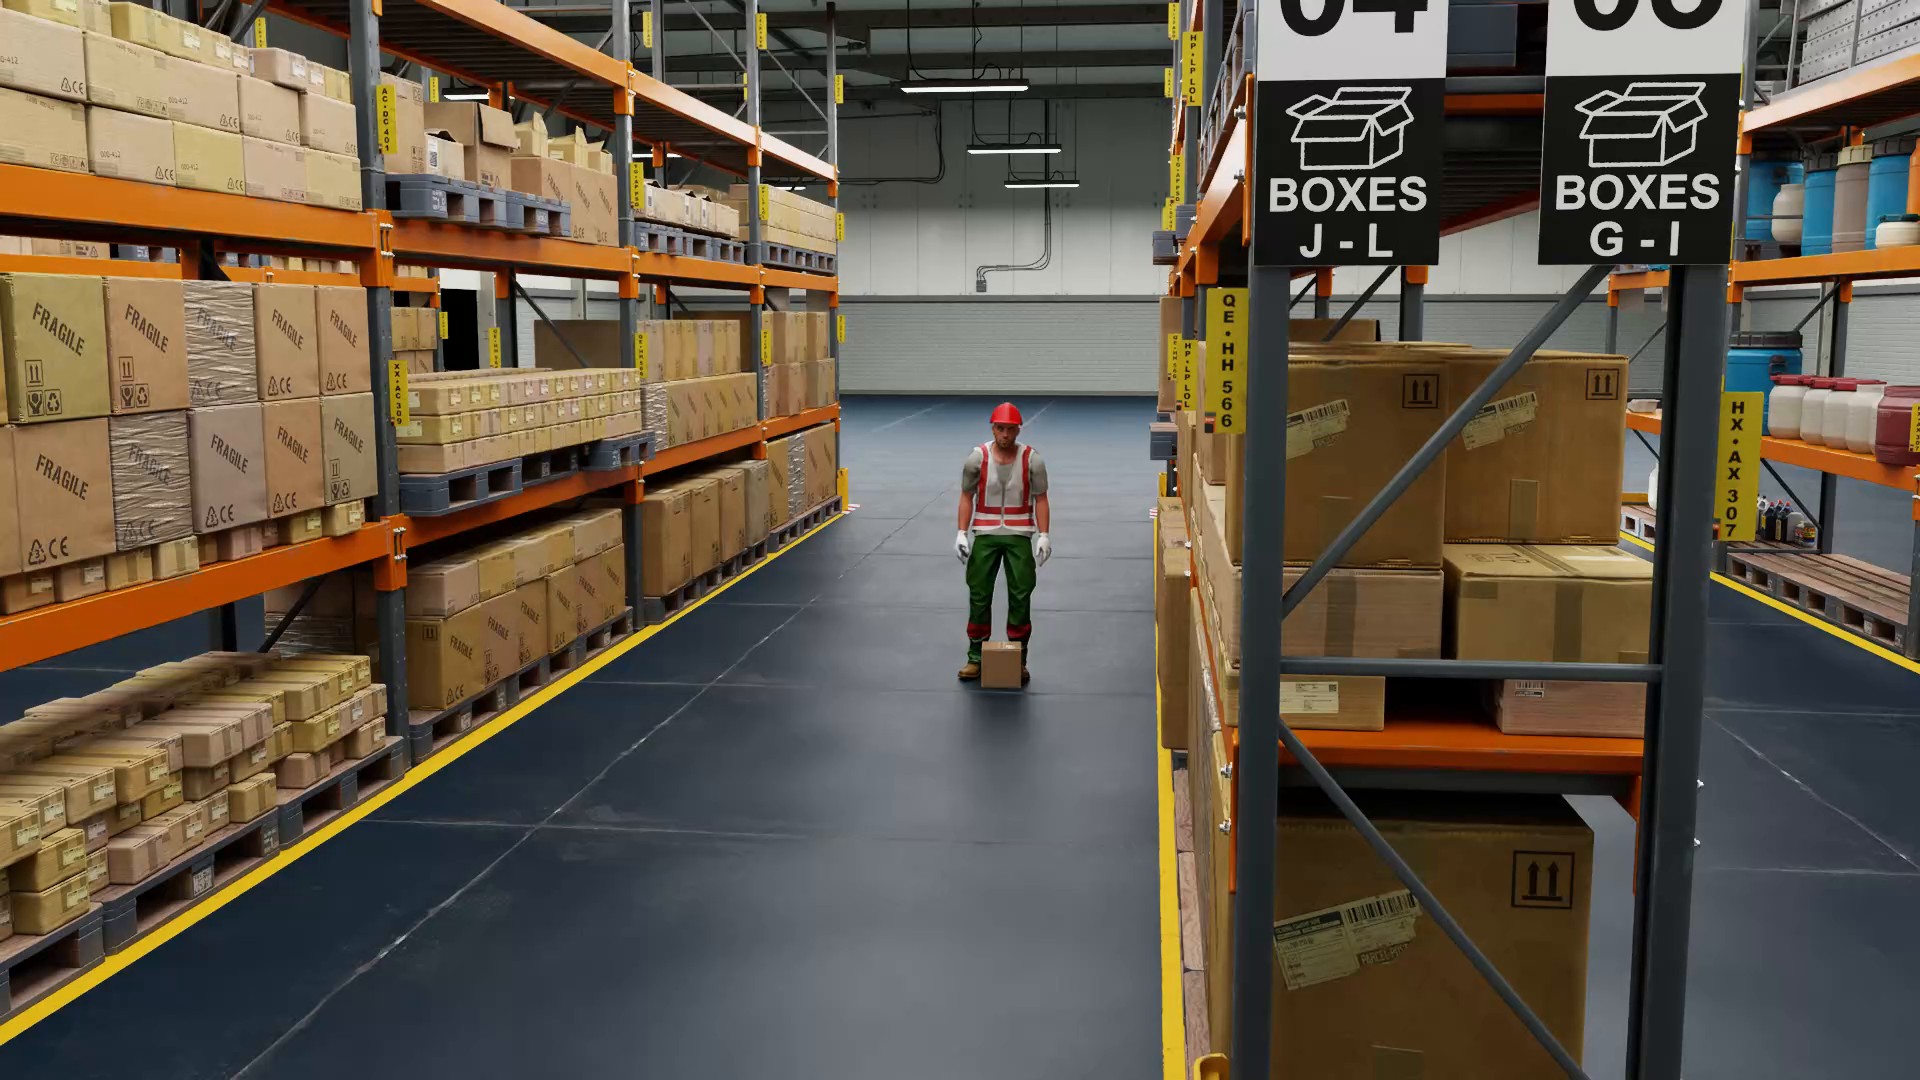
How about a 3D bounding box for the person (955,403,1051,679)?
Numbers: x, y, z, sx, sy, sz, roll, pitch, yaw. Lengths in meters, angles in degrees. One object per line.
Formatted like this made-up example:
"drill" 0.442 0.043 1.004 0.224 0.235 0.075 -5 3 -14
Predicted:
"person" 0.277 0.006 10.686 0.623 1.780 0.451 1 8 4
